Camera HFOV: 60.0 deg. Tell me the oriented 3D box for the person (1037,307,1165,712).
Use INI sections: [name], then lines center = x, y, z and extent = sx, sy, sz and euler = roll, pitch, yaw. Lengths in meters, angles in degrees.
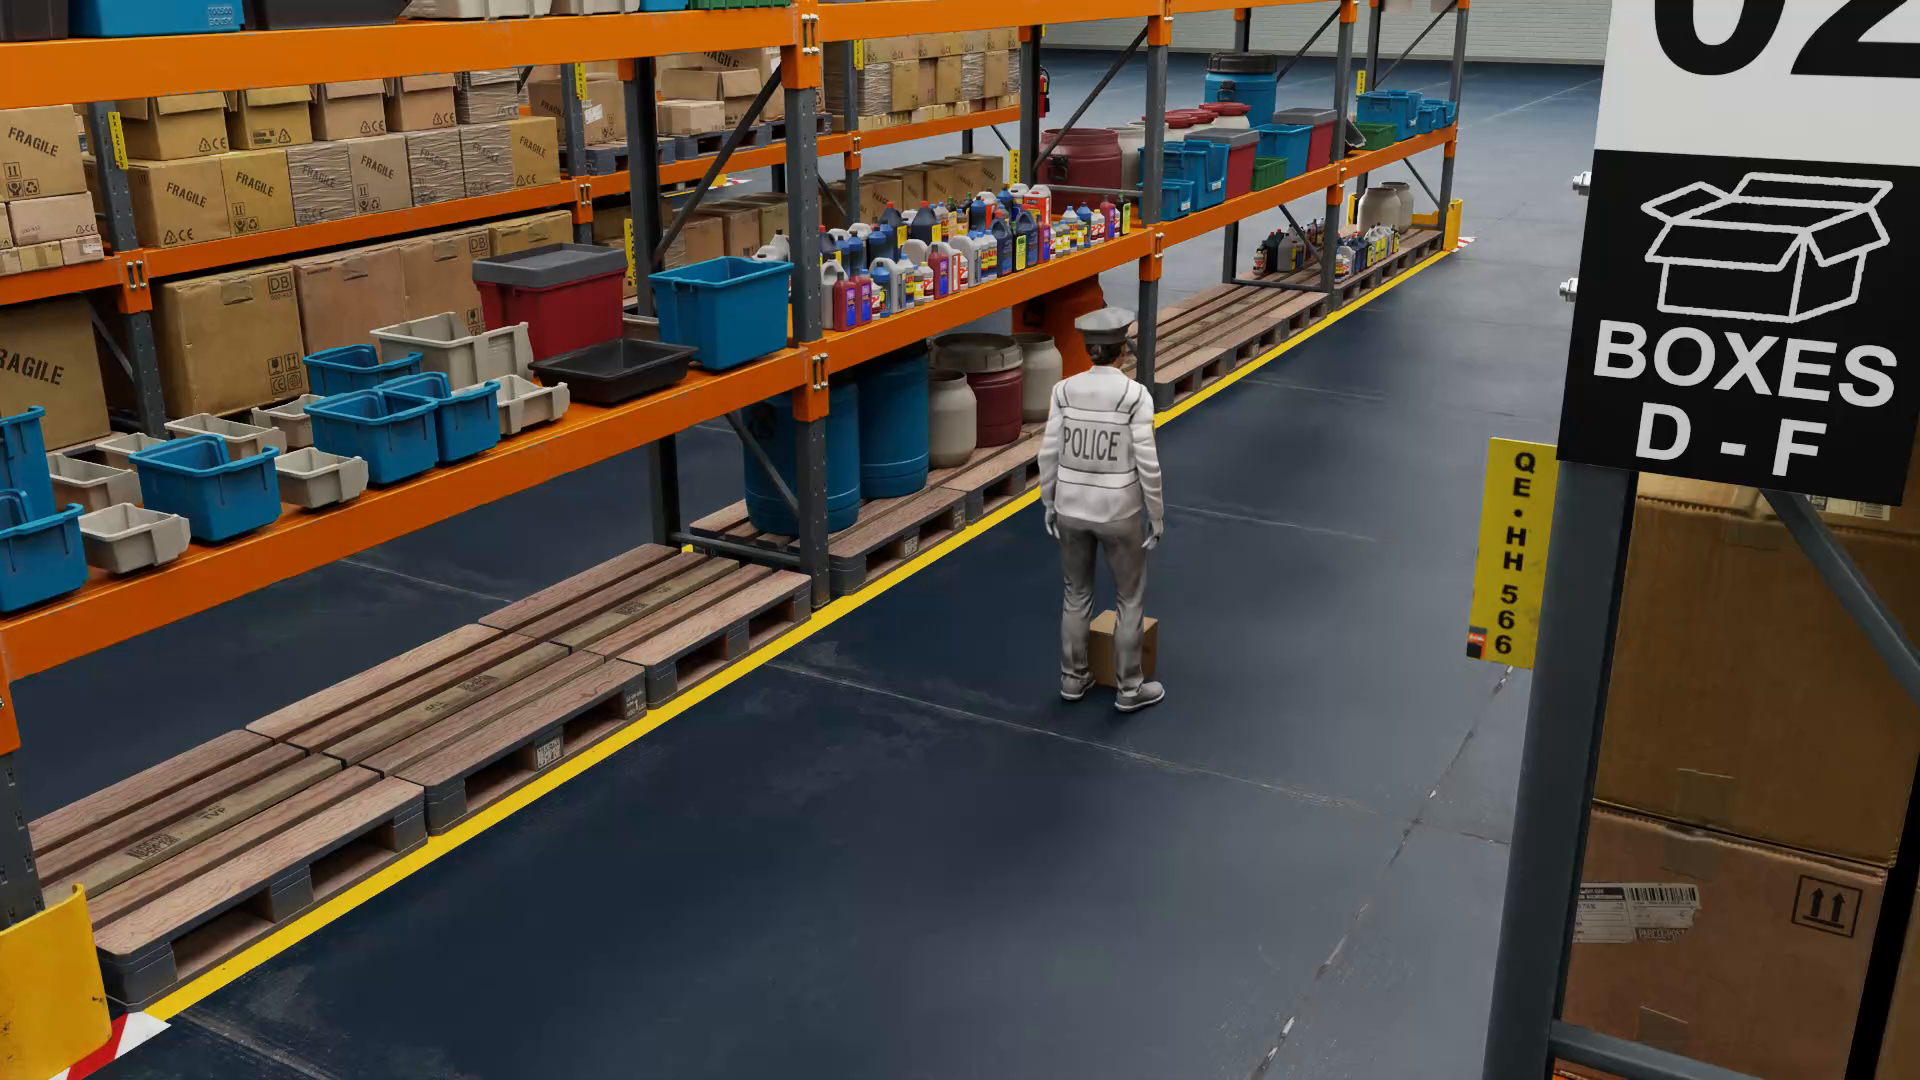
[person]
center = 0.586, -0.109, 6.874
extent = 0.542, 1.662, 0.375
euler = 9, 22, 24
